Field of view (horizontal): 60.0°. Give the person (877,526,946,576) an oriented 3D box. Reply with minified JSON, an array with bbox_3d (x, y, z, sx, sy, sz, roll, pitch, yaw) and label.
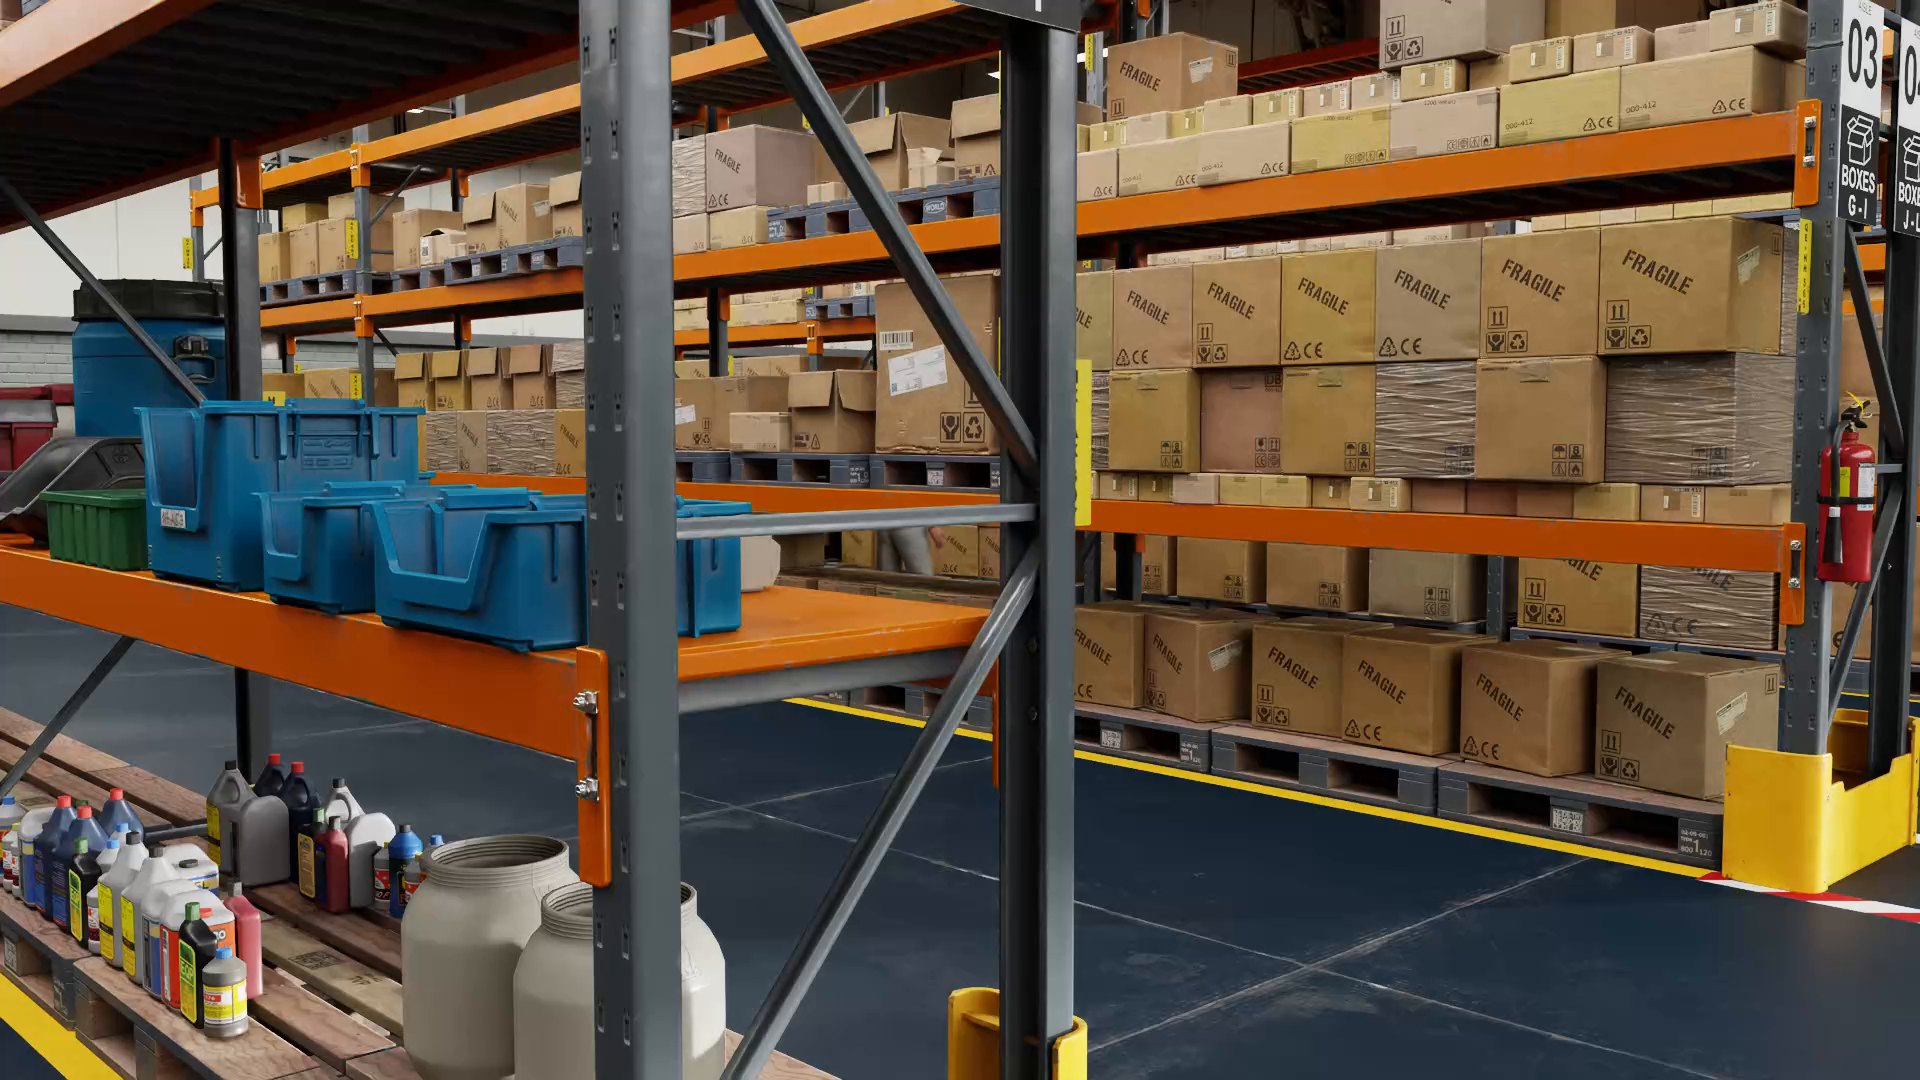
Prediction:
[{"bbox_3d":[-0.358,-0.082,12.531,0.574,1.764,0.627,-4,5,-43],"label":"person"}]
